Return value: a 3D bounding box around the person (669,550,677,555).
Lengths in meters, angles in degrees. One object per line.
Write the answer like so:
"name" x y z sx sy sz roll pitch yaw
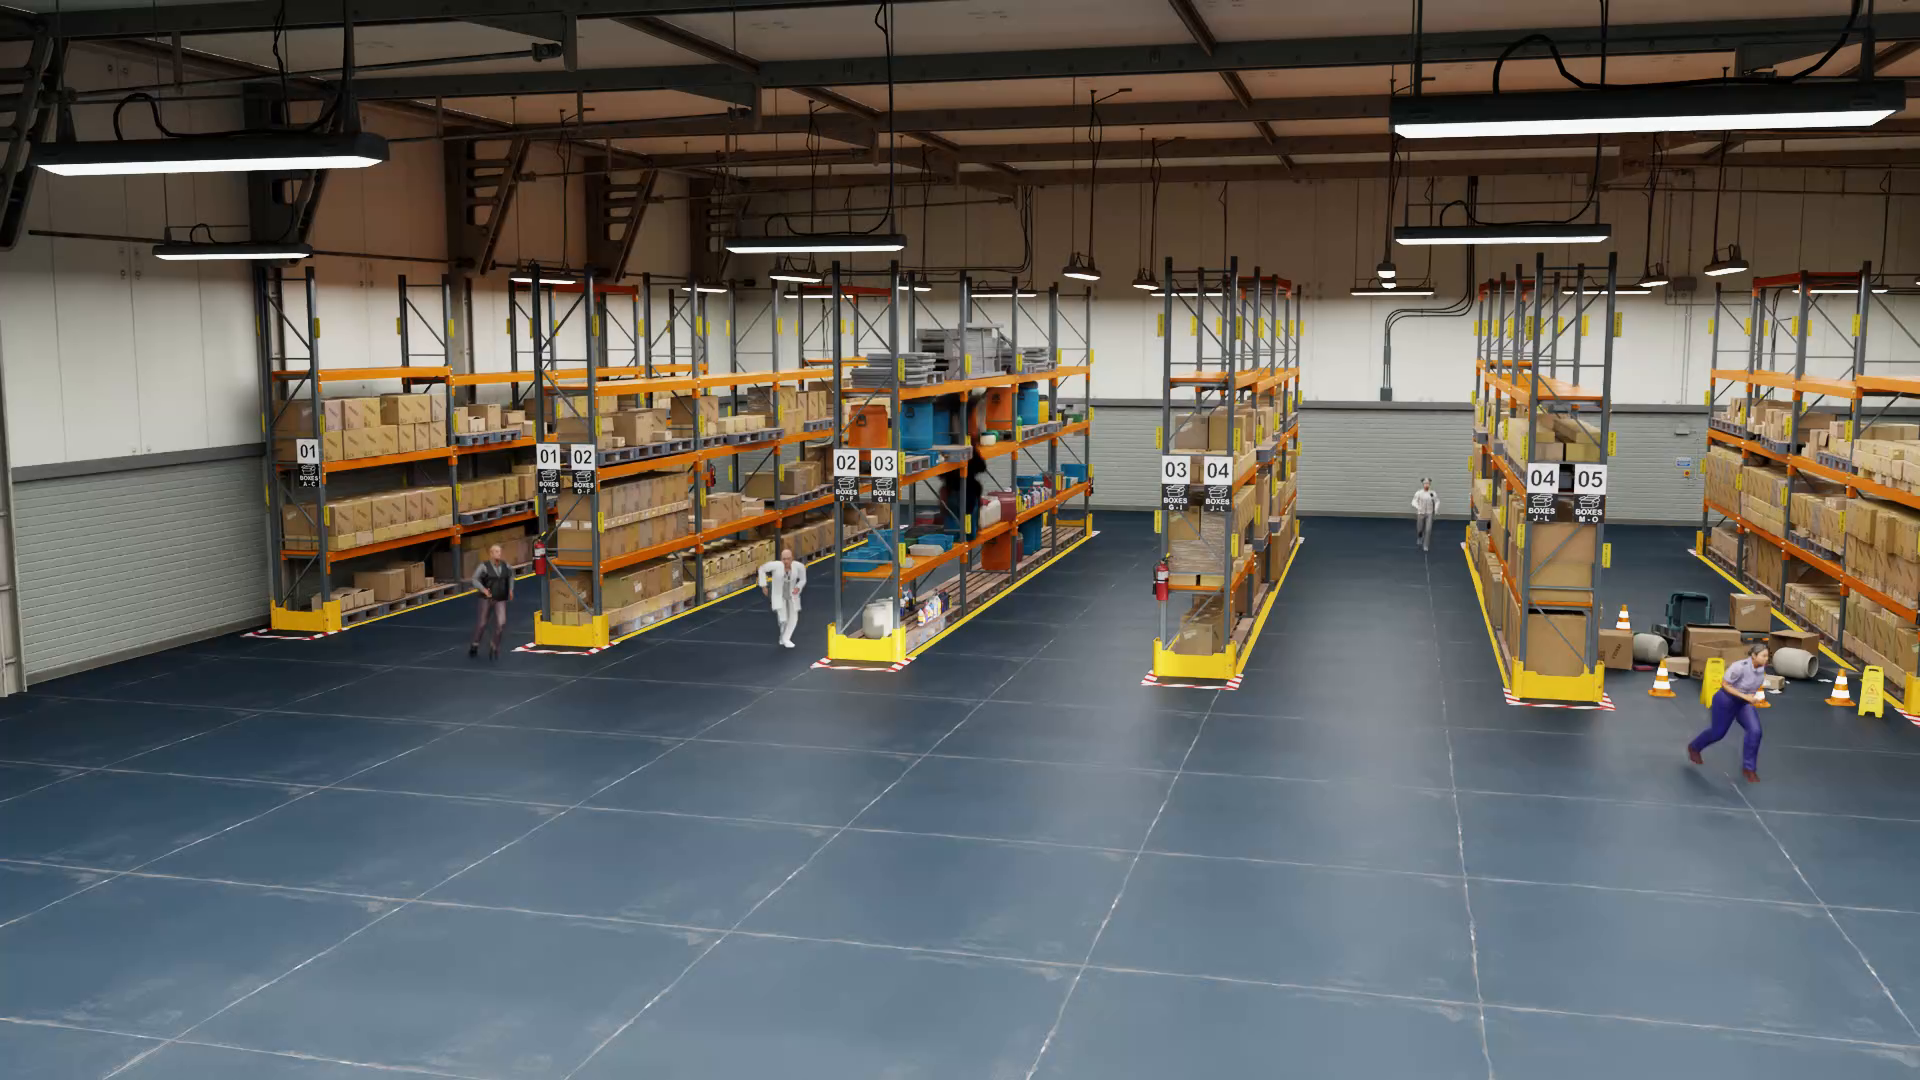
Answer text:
"person" -6.162 -0.409 35.683 0.684 1.795 0.865 0 7 3

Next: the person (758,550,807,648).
"person" -2.757 0.917 25.874 0.735 1.601 0.873 -2 7 -13

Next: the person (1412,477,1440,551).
"person" 10.558 -0.597 37.673 0.625 1.654 0.723 2 7 12

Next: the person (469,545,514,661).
"person" -7.135 0.878 25.438 0.731 1.595 0.699 -4 8 -30

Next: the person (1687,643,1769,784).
"person" 8.652 1.892 18.720 0.648 1.613 0.962 -4 8 -27
